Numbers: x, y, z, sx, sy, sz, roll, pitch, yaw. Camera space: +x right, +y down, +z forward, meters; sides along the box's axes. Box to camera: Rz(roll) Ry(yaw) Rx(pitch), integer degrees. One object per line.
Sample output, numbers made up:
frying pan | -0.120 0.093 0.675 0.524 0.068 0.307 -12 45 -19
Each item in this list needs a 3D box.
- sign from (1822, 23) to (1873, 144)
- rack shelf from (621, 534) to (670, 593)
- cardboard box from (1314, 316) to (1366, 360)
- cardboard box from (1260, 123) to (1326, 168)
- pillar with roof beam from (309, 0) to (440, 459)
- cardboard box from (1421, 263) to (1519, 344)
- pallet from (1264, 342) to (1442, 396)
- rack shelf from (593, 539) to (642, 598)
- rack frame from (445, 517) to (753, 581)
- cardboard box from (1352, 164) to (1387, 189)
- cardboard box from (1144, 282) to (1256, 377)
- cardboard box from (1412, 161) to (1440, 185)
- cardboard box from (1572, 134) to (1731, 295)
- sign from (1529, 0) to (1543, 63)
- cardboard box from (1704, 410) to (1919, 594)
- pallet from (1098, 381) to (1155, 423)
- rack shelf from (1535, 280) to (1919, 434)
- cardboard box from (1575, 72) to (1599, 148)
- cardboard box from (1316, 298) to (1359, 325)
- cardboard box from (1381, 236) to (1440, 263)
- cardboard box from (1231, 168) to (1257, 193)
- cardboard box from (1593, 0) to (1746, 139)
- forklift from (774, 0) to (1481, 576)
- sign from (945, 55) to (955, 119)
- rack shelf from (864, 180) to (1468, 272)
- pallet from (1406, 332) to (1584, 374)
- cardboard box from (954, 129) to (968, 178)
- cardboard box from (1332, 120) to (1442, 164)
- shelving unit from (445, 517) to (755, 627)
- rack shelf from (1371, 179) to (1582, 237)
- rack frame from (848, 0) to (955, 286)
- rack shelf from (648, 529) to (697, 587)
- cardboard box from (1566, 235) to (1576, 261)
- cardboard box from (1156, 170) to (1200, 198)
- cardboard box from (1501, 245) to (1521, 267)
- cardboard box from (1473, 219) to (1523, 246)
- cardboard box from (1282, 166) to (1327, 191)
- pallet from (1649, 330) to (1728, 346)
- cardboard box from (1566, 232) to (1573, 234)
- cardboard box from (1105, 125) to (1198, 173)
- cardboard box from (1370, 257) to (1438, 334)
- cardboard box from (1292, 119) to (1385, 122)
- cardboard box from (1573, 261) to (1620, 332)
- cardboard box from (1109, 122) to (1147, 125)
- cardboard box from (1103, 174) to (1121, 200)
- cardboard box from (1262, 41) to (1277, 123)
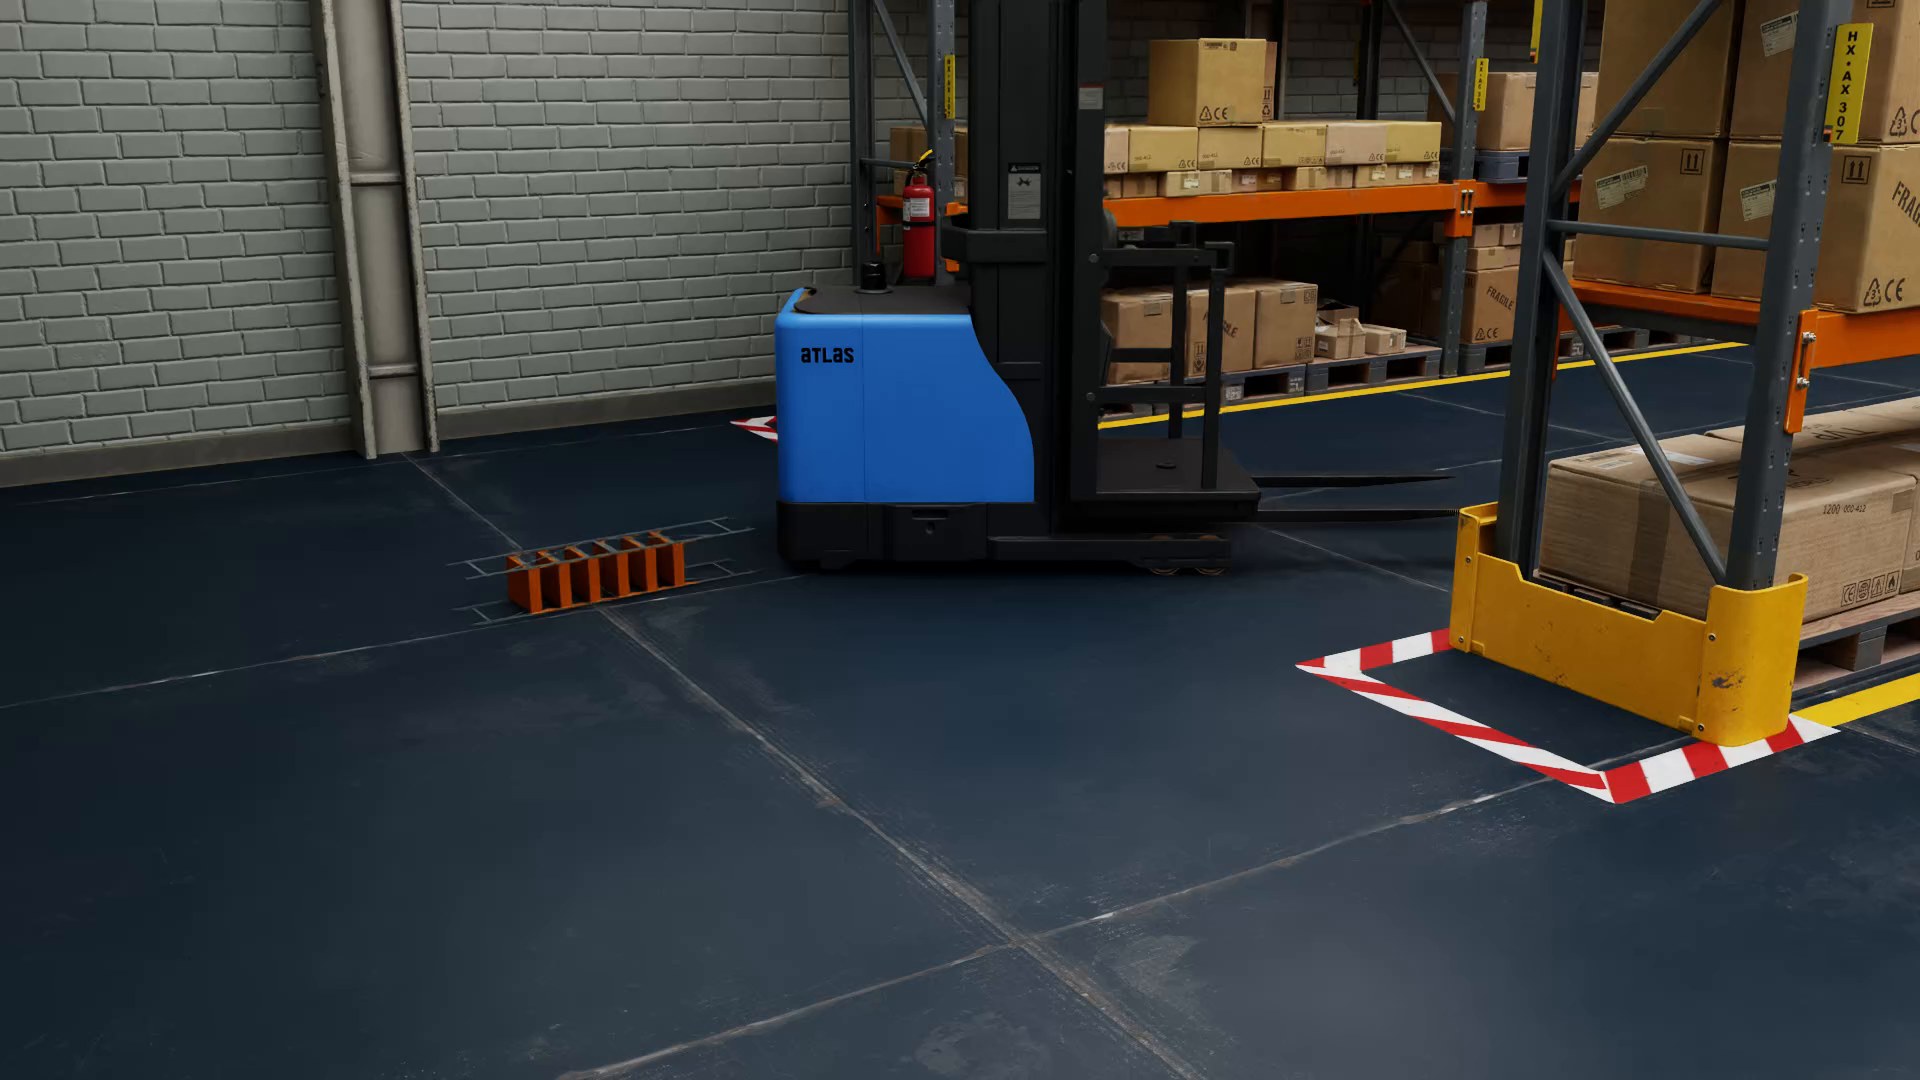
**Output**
sign | 2.504 -1.287 4.692 0.005 0.325 0.100 -9 18 -30
rack shelf | -1.278 0.088 6.727 0.103 0.180 0.258 -11 19 -33
cardboard box | 2.460 -1.356 10.976 0.258 0.266 0.396 -8 18 -28
cardboard box | 1.926 -2.469 10.389 0.500 0.250 0.500 -9 18 -30
pillar with roof beam | -0.894 -3.835 4.420 0.400 9.000 9.100 -9 18 -30
cardboard box | 3.623 -1.679 11.694 0.500 0.500 0.500 -8 18 -27
pallet | 2.504 -1.227 11.396 1.213 0.211 1.003 -9 18 -30
rack shelf | -1.377 0.108 6.662 0.103 0.180 0.258 -11 19 -33
rack frame | -1.414 0.027 6.613 1.200 0.006 0.240 -11 19 -33
cardboard box | 2.527 -2.358 10.731 0.250 0.149 0.380 -9 18 -28
cardboard box | 1.495 -1.331 10.453 0.500 0.500 0.500 -9 18 -29
cardboard box | 2.950 -2.441 11.027 0.250 0.149 0.380 -9 18 -29
cardboard box | 2.501 -1.138 5.725 0.500 0.500 0.500 -9 18 -29
sign | 1.956 -1.760 5.548 0.005 0.325 0.100 -9 18 -30
cardboard box | 3.518 -0.174 6.441 0.875 0.438 0.875 -9 18 -28
pallet | 0.412 -0.888 10.186 1.213 0.211 1.003 -9 18 -30
rack shelf | 3.938 -0.893 6.370 4.000 0.370 1.077 -9 18 -30
cardboard box | 4.067 -3.003 11.602 0.500 0.500 0.700 -9 18 -29
cardboard box | 2.405 -1.535 11.533 0.500 0.311 0.500 -8 18 -28
cardboard box | 3.260 -2.094 11.973 0.250 0.149 0.380 -10 19 -32
cardboard box | 1.618 -2.231 10.276 0.250 0.149 0.380 -9 18 -30
cardboard box | 2.514 -1.613 5.568 0.500 0.500 0.500 -9 18 -28
forklift | 0.748 -1.407 6.998 3.031 2.935 1.130 0 16 -1
sign | -0.056 -2.400 8.811 0.005 0.325 0.100 -9 18 -30
rack shelf | 1.378 -2.041 10.465 4.000 0.370 1.077 -9 18 -30
pallet | 3.771 -1.444 12.171 1.213 0.211 1.003 -9 18 -30
cardboard box | 0.192 -2.181 9.359 0.500 0.250 0.500 -9 18 -29
cardboard box | 2.782 -2.609 10.886 0.500 0.250 0.500 -9 18 -28
shelving unit | -1.413 0.115 6.638 1.200 0.189 0.258 -11 19 -33
rack shelf | 4.807 -2.597 12.449 4.000 0.370 1.077 -9 18 -30
rack frame | -0.336 -2.109 9.376 0.127 3.000 1.000 -9 18 -30
rack shelf | -1.179 0.069 6.793 0.103 0.180 0.258 -11 19 -33
cardboard box | 4.410 -2.126 12.089 0.250 0.149 0.380 -9 18 -30
cardboard box | 1.217 -2.138 9.944 0.250 0.149 0.380 -10 18 -31
cardboard box | 3.735 -2.021 11.712 0.250 0.149 0.380 -10 18 -31
cardboard box | 3.735 -2.155 11.639 0.250 0.149 0.380 -10 19 -32
cardboard box | 2.084 -2.286 10.474 0.250 0.149 0.380 -10 18 -31
pallet | 5.862 -1.783 13.381 1.213 0.211 1.003 -9 18 -30
cardboard box | 4.580 -2.312 12.751 0.250 0.149 0.380 -10 19 -32
cardboard box | 1.057 -2.322 9.863 0.500 0.250 0.500 -10 18 -31
cardboard box | 3.361 -1.800 12.128 0.500 0.500 0.500 -9 18 -30
cardboard box | 2.529 -2.730 11.317 0.500 0.250 0.500 -9 18 -30
cardboard box | 4.505 -1.823 12.211 0.500 0.500 0.500 -10 18 -31
cardboard box | 1.239 -2.517 10.559 0.500 0.250 0.500 -9 18 -30
cardboard box | 0.737 -2.082 9.745 0.250 0.149 0.380 -9 18 -28
cardboard box | 1.679 -2.952 10.720 0.500 0.500 0.500 -10 18 -31
